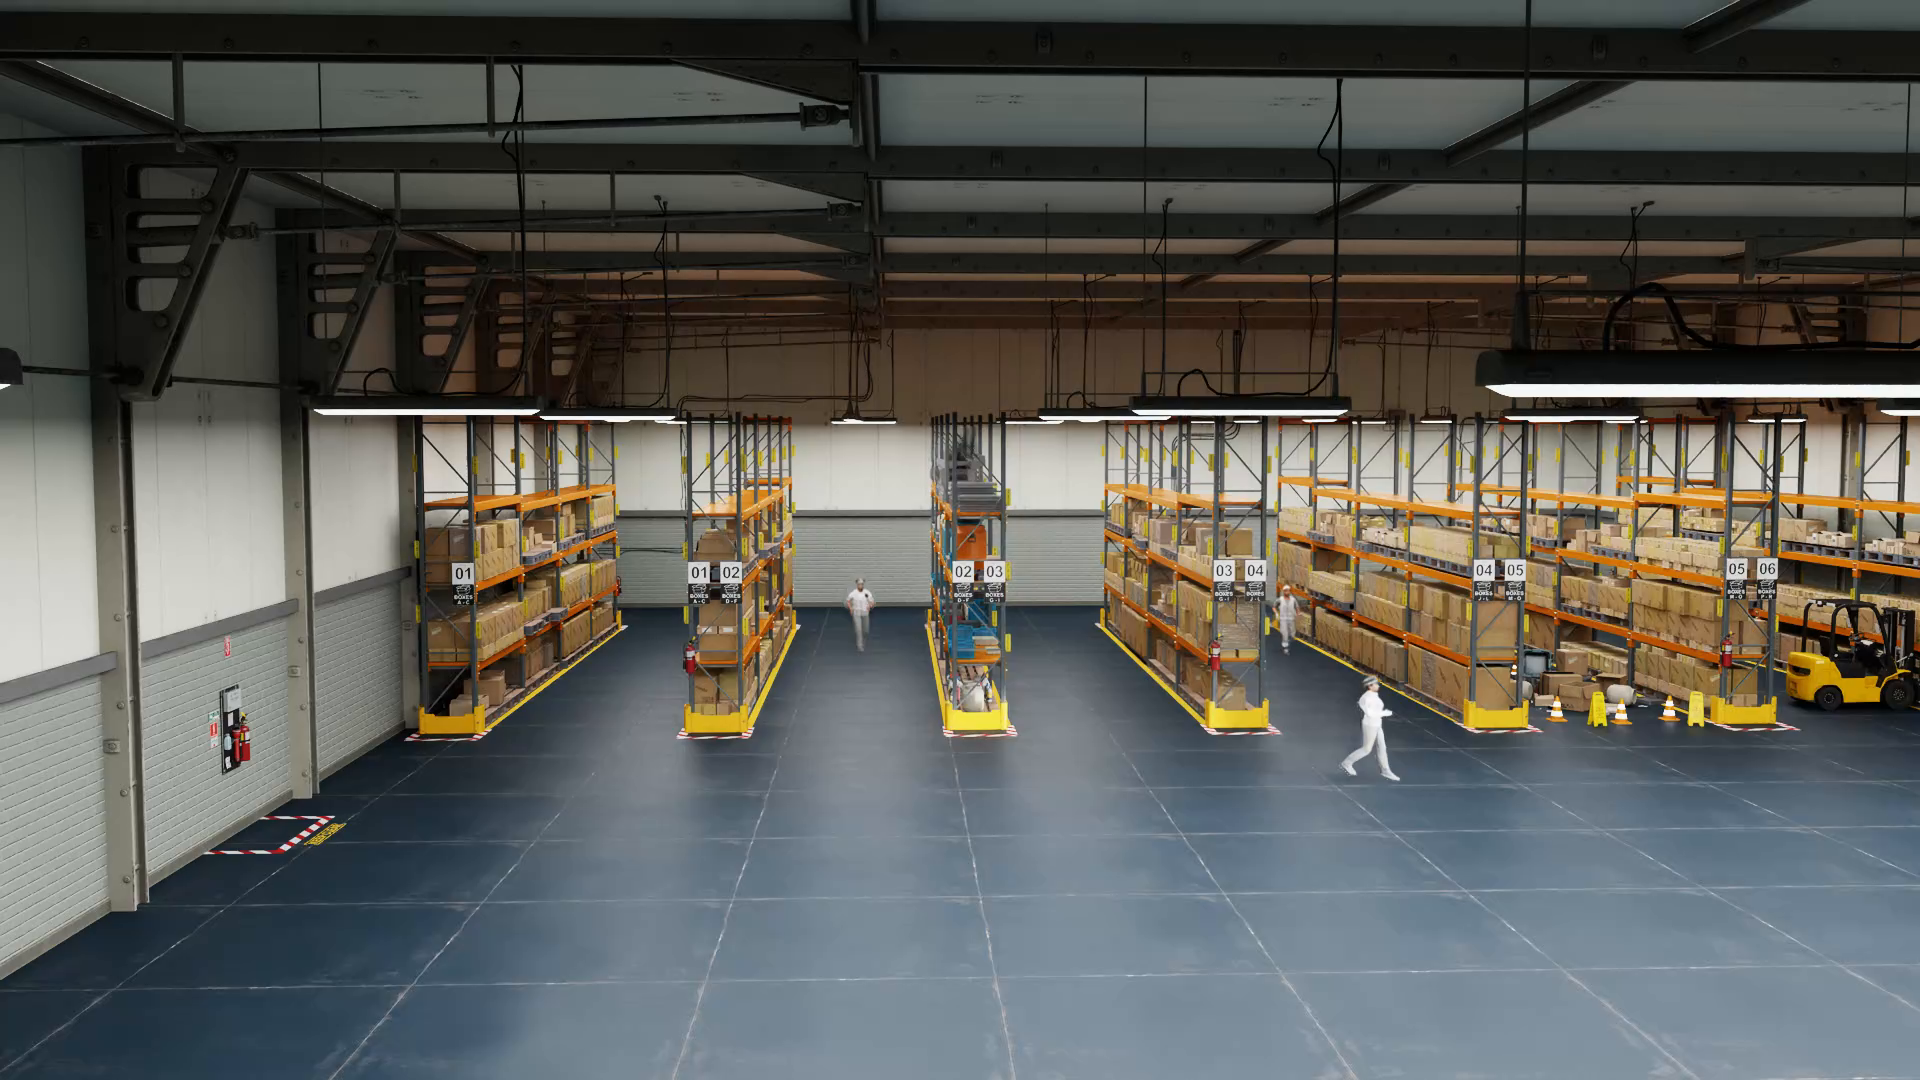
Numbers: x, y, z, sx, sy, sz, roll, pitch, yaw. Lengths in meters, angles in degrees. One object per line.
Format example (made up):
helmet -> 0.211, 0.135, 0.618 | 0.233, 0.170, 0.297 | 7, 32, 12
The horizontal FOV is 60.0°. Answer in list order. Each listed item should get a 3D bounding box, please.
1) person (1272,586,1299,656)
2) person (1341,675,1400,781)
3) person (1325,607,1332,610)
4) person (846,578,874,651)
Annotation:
person -> 8.176, 2.015, 41.689 | 0.661, 1.745, 0.754 | 0, 4, 0
person -> 6.643, 3.025, 26.868 | 0.920, 1.702, 0.612 | 2, 4, 24
person -> 10.770, 1.605, 48.621 | 0.672, 1.685, 0.863 | -2, 5, -32
person -> -2.418, 1.818, 40.440 | 0.671, 1.782, 0.696 | -1, 4, -12
